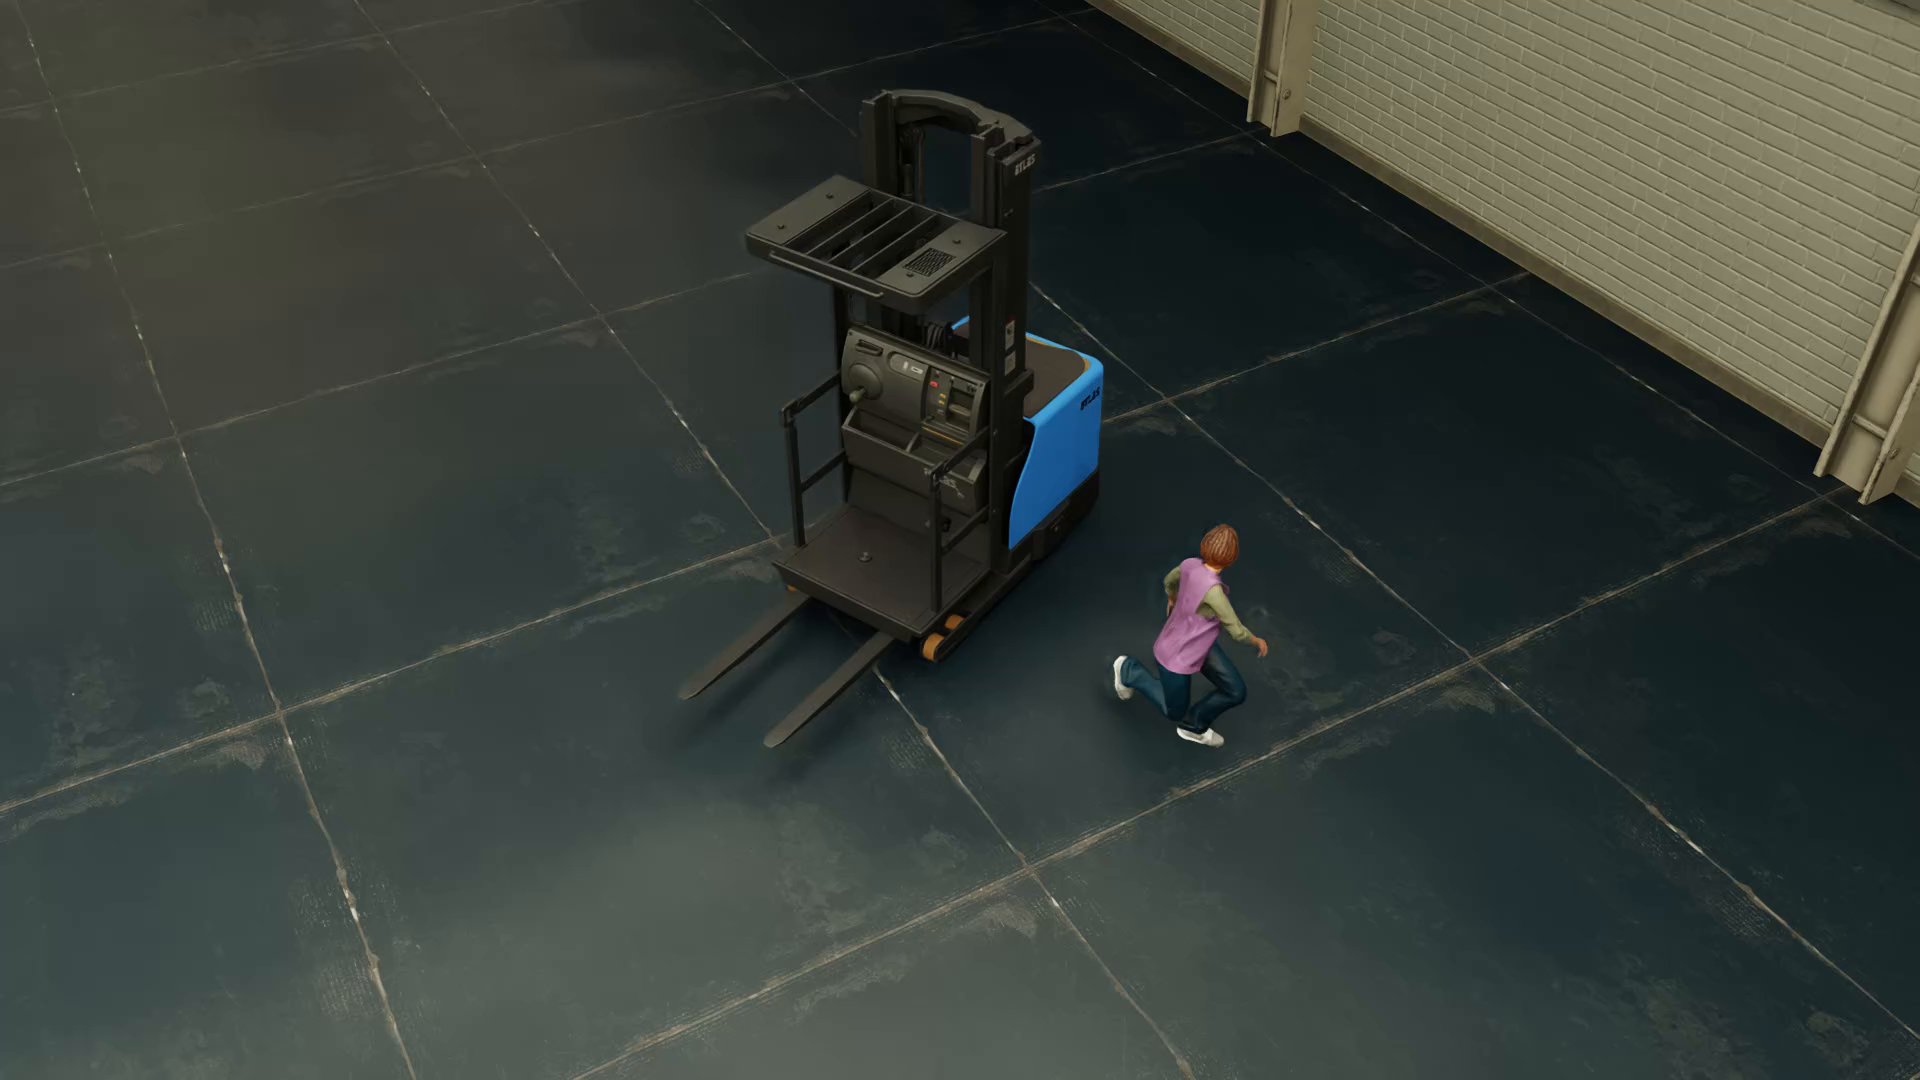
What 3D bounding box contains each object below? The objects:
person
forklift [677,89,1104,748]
[{"bbox_3d":[1.205,0.493,8.704,0.811,1.370,0.539,16,42,19],"label":"person"},{"bbox_3d":[-0.382,-0.783,8.980,1.130,2.935,3.031,24,45,26],"label":"forklift"}]
